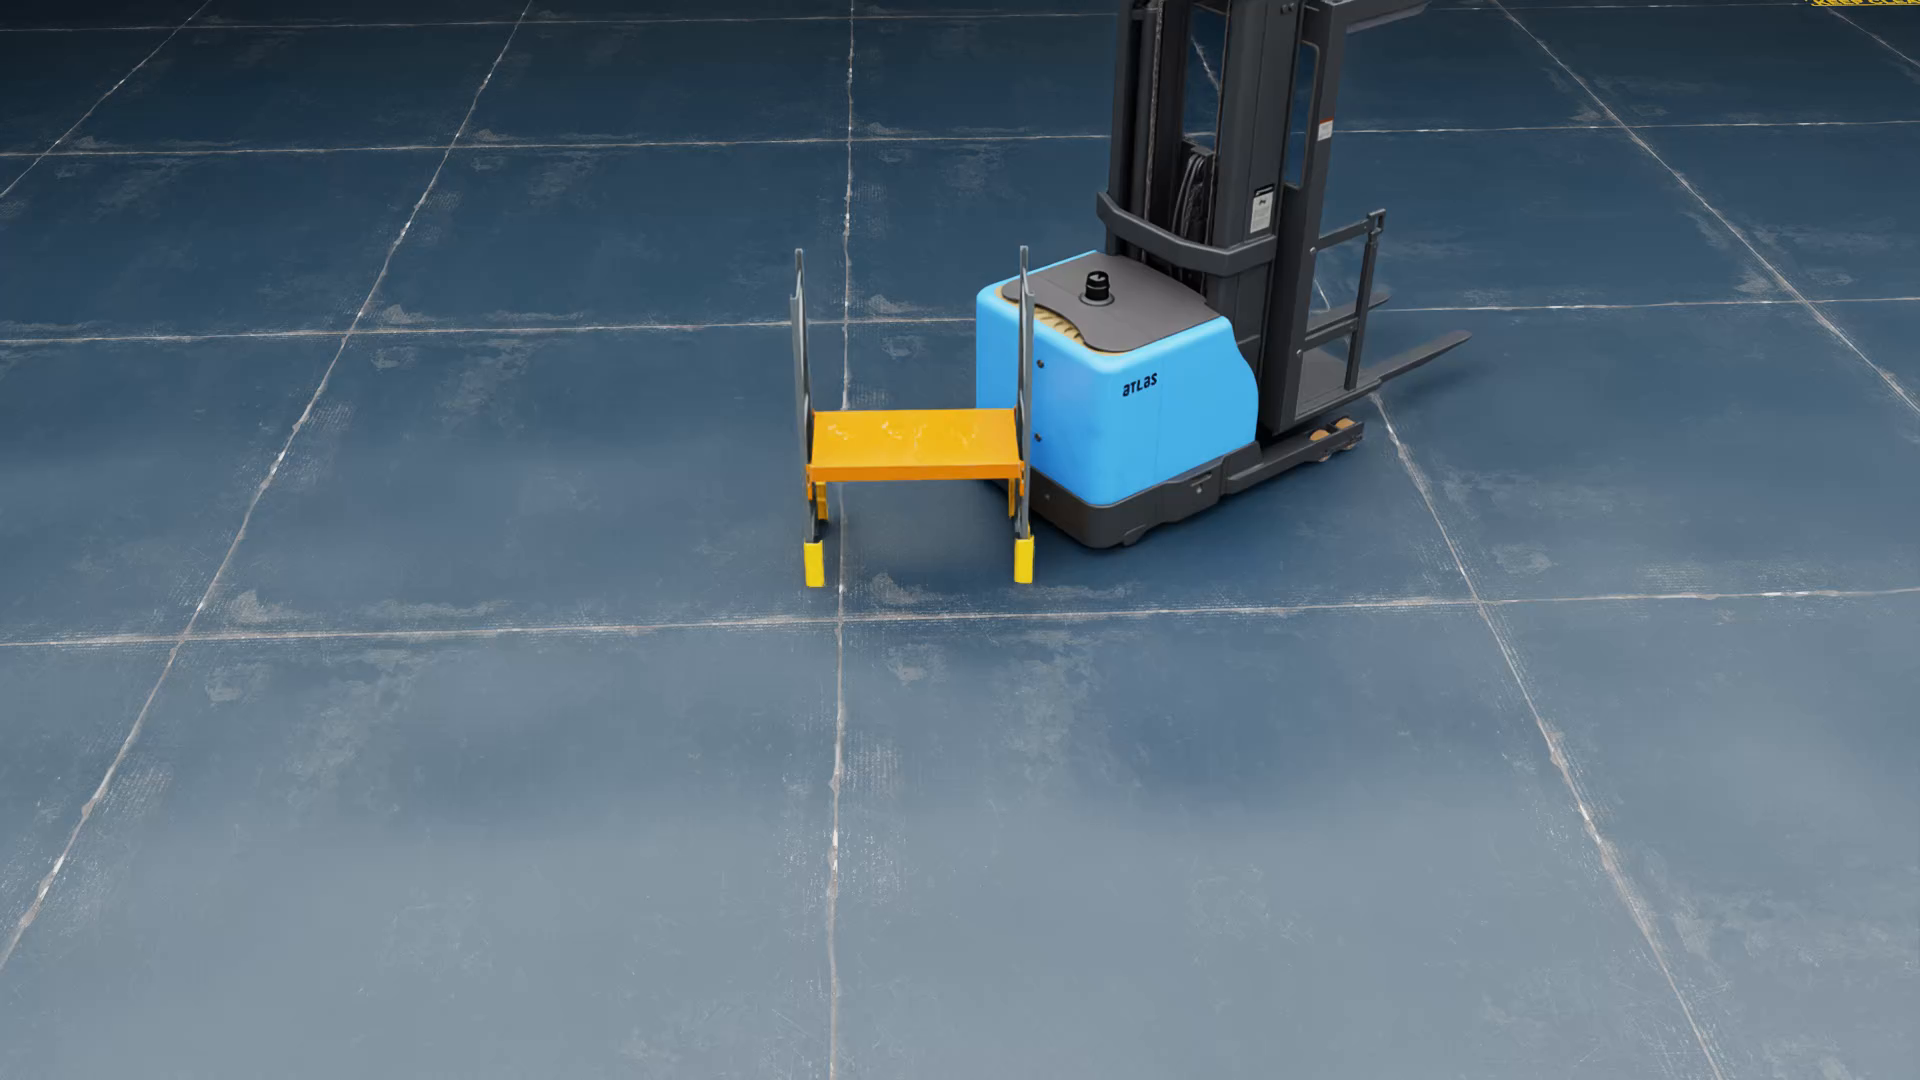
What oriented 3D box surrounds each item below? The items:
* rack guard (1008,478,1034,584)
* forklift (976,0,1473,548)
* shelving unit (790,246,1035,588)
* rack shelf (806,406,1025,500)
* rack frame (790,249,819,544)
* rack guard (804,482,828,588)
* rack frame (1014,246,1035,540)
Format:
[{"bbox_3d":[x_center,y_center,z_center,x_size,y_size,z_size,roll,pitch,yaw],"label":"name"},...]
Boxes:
[{"bbox_3d":[0.296,-0.061,8.119,0.087,0.250,0.587,-1,35,-1],"label":"rack guard"},{"bbox_3d":[1.546,-1.839,8.332,3.031,2.935,1.130,-23,41,-30],"label":"forklift"},{"bbox_3d":[-0.202,-0.566,7.750,1.083,1.500,0.587,-1,35,-1],"label":"shelving unit"},{"bbox_3d":[-0.211,-0.418,7.852,1.000,0.185,0.538,-1,35,-1],"label":"rack shelf"},{"bbox_3d":[-0.719,-0.557,7.736,0.032,1.500,0.500,-1,35,-1],"label":"rack frame"},{"bbox_3d":[-0.700,-0.043,8.093,0.087,0.250,0.587,-1,35,-1],"label":"rack guard"},{"bbox_3d":[0.297,-0.575,7.763,0.032,1.500,0.500,-1,35,-1],"label":"rack frame"}]
